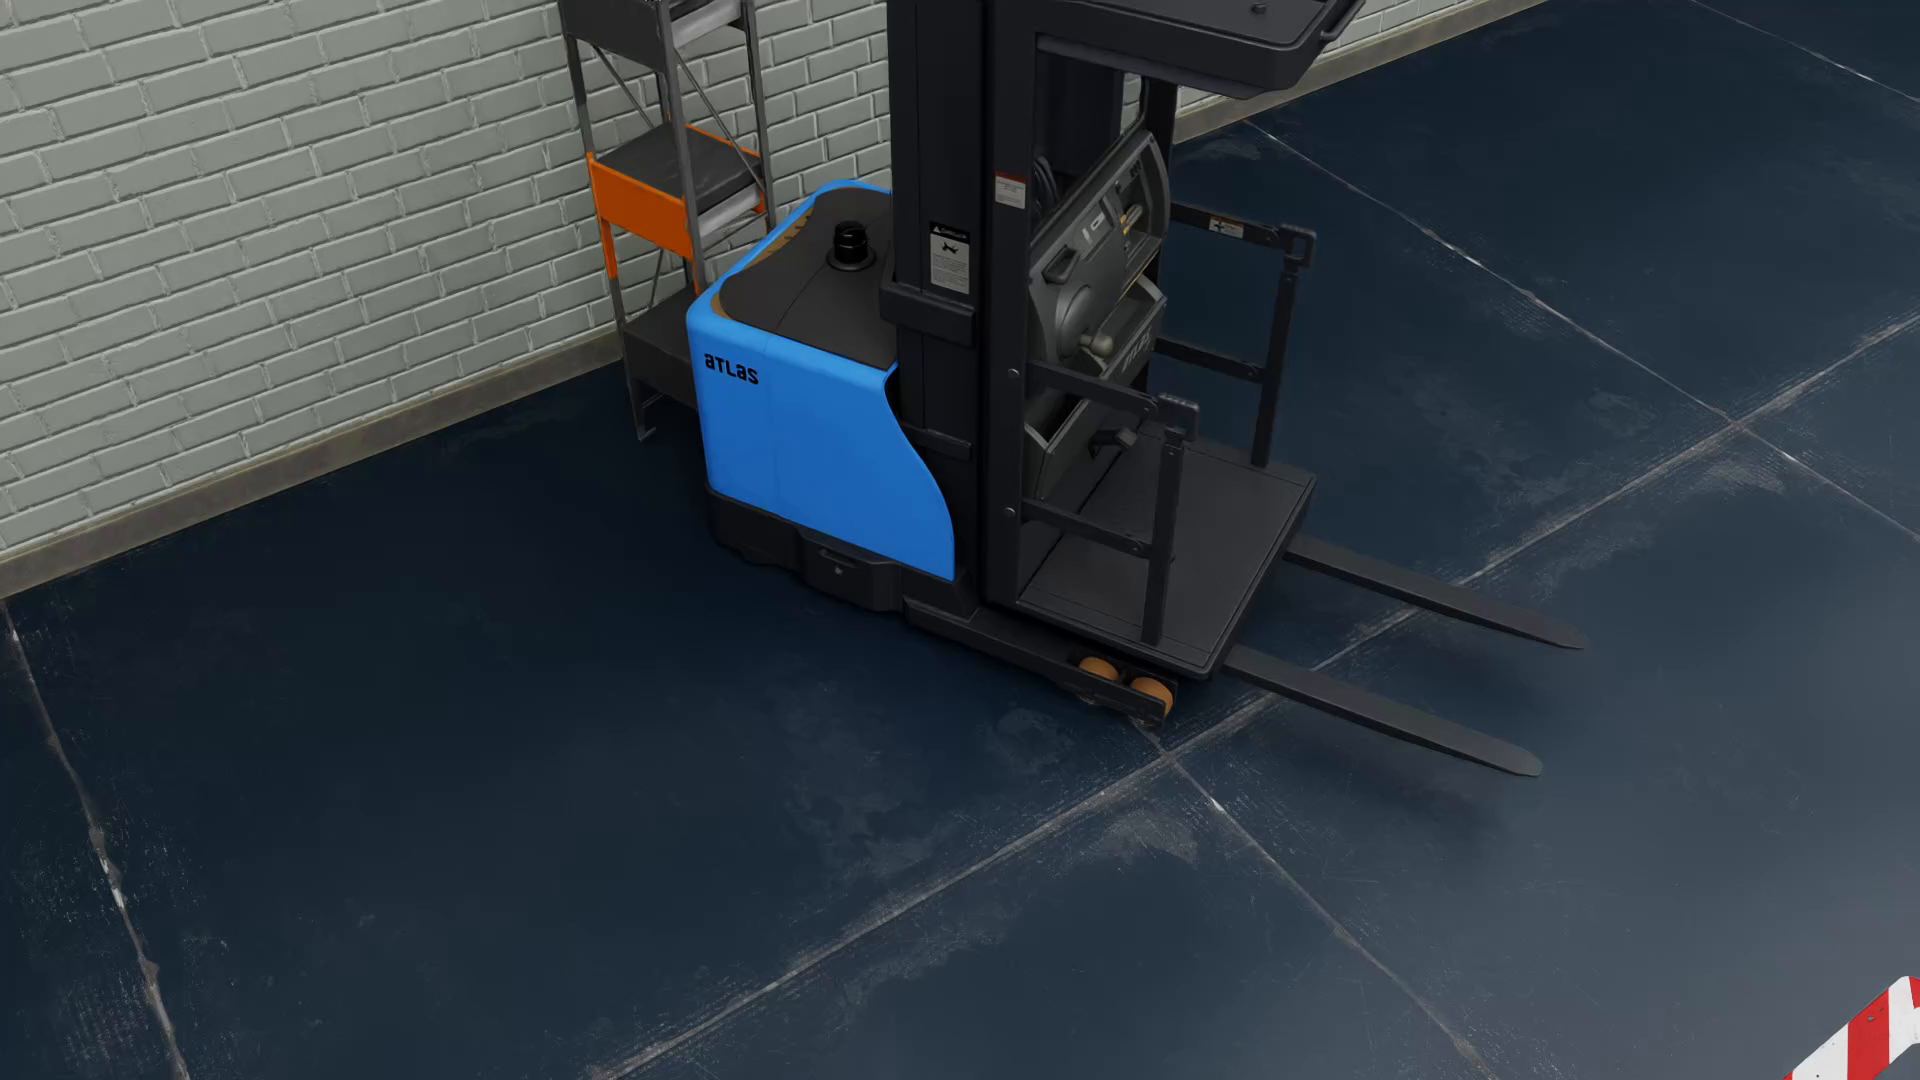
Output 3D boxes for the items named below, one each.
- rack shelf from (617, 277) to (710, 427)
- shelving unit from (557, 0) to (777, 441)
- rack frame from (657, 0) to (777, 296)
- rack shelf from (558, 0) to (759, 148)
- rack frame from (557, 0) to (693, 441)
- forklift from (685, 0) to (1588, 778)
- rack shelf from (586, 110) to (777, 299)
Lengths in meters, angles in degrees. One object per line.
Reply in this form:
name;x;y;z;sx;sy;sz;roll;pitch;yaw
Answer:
rack shelf;-0.973;-0.651;6.436;0.480;0.518;0.431;28;50;27
shelving unit;-0.982;-1.175;5.951;0.503;2.100;0.431;28;50;27
rack frame;-0.790;-1.074;5.839;0.015;2.100;0.400;28;50;27
rack shelf;-0.990;-1.679;5.485;0.480;0.518;0.431;28;50;27
rack frame;-1.173;-1.276;6.064;0.015;2.100;0.400;28;50;27
forklift;0.616;-0.858;5.026;3.031;2.935;1.130;20;47;20
rack shelf;-0.982;-1.165;5.961;0.480;0.518;0.431;28;50;27
